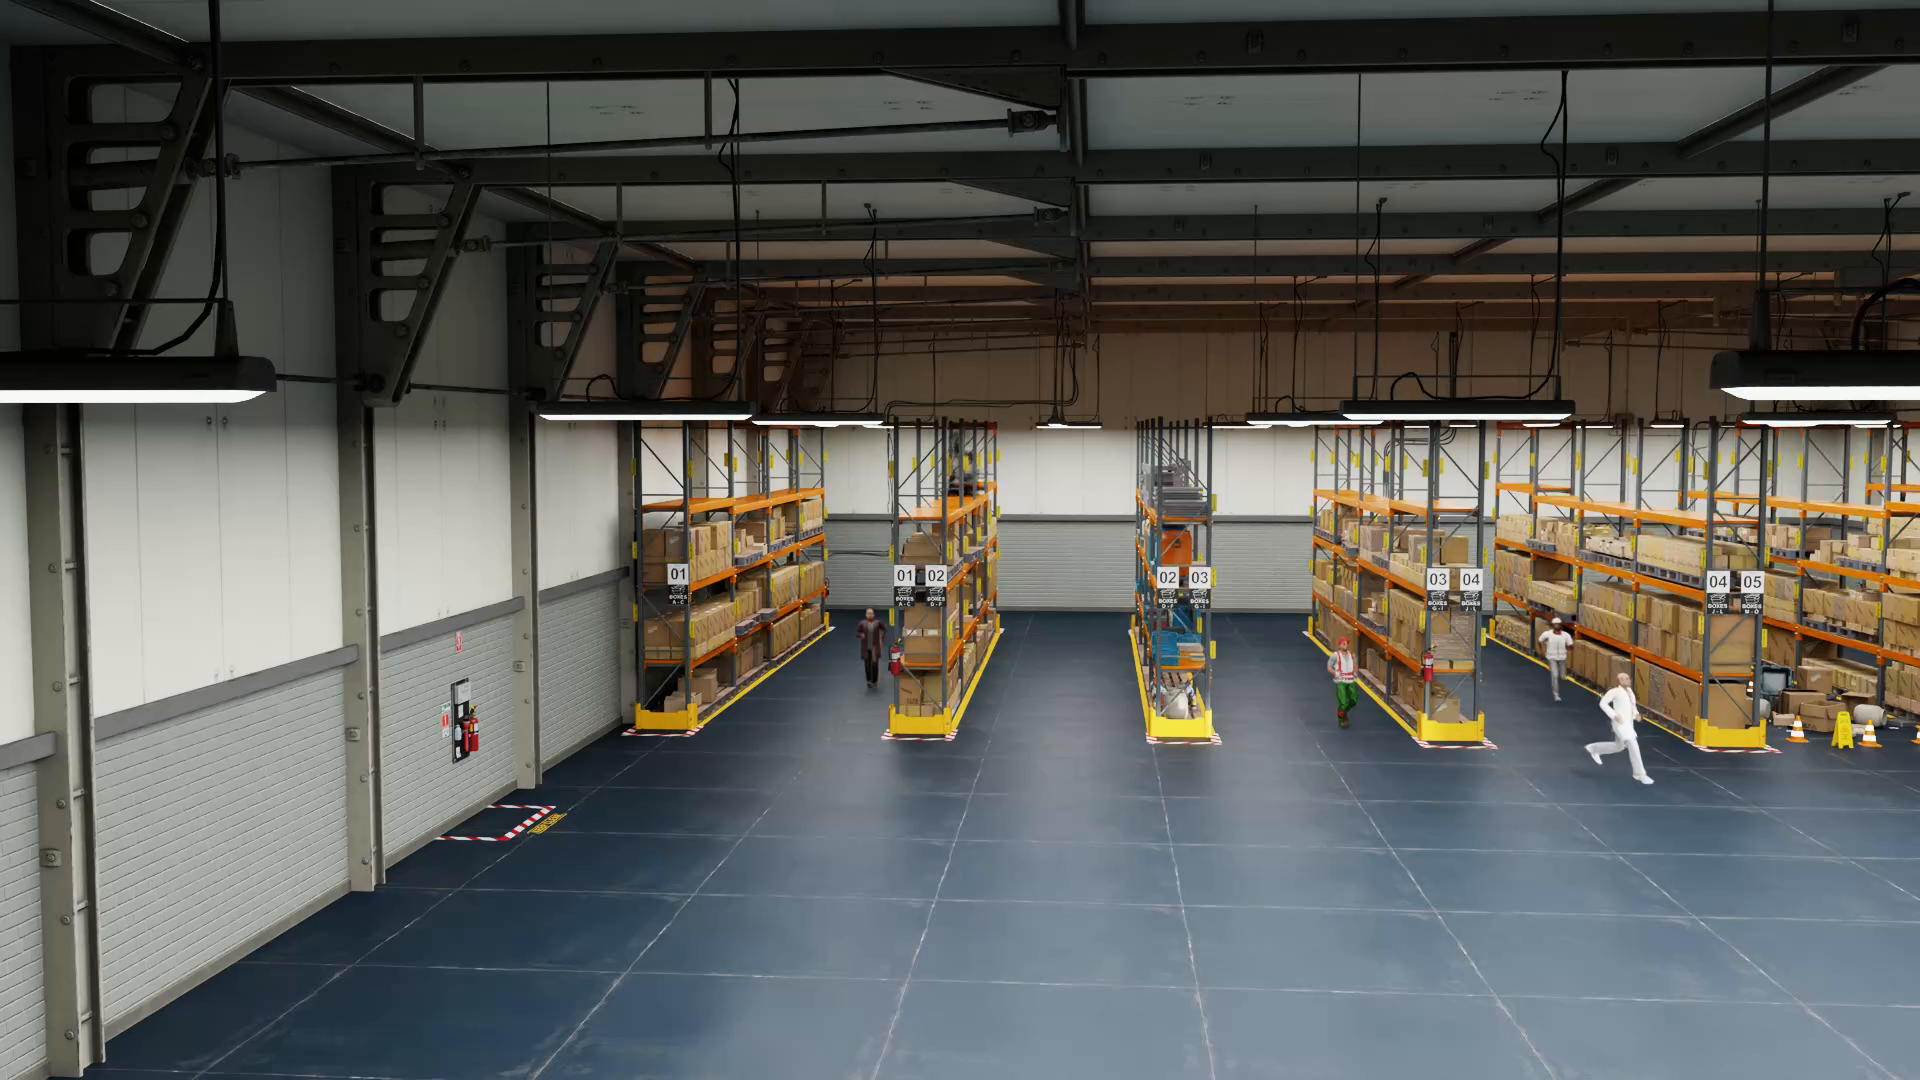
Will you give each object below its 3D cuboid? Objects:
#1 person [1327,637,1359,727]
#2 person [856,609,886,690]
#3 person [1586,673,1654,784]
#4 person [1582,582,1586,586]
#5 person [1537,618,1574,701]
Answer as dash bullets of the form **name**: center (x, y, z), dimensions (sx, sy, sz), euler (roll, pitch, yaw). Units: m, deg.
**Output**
- **person**: center (7.445, 2.748, 32.157), dimensions (0.649, 1.740, 0.603), euler (-1, 4, -11)
- **person**: center (-1.987, 2.432, 36.978), dimensions (0.654, 1.823, 0.853), euler (0, 4, 3)
- **person**: center (10.903, 3.070, 27.435), dimensions (1.187, 1.780, 0.677), euler (3, 5, 43)
- **person**: center (16.562, 1.993, 44.269), dimensions (0.577, 1.740, 0.707), euler (0, 4, -1)
- **person**: center (12.704, 2.529, 35.431), dimensions (0.713, 1.747, 0.933), euler (0, 4, 5)
